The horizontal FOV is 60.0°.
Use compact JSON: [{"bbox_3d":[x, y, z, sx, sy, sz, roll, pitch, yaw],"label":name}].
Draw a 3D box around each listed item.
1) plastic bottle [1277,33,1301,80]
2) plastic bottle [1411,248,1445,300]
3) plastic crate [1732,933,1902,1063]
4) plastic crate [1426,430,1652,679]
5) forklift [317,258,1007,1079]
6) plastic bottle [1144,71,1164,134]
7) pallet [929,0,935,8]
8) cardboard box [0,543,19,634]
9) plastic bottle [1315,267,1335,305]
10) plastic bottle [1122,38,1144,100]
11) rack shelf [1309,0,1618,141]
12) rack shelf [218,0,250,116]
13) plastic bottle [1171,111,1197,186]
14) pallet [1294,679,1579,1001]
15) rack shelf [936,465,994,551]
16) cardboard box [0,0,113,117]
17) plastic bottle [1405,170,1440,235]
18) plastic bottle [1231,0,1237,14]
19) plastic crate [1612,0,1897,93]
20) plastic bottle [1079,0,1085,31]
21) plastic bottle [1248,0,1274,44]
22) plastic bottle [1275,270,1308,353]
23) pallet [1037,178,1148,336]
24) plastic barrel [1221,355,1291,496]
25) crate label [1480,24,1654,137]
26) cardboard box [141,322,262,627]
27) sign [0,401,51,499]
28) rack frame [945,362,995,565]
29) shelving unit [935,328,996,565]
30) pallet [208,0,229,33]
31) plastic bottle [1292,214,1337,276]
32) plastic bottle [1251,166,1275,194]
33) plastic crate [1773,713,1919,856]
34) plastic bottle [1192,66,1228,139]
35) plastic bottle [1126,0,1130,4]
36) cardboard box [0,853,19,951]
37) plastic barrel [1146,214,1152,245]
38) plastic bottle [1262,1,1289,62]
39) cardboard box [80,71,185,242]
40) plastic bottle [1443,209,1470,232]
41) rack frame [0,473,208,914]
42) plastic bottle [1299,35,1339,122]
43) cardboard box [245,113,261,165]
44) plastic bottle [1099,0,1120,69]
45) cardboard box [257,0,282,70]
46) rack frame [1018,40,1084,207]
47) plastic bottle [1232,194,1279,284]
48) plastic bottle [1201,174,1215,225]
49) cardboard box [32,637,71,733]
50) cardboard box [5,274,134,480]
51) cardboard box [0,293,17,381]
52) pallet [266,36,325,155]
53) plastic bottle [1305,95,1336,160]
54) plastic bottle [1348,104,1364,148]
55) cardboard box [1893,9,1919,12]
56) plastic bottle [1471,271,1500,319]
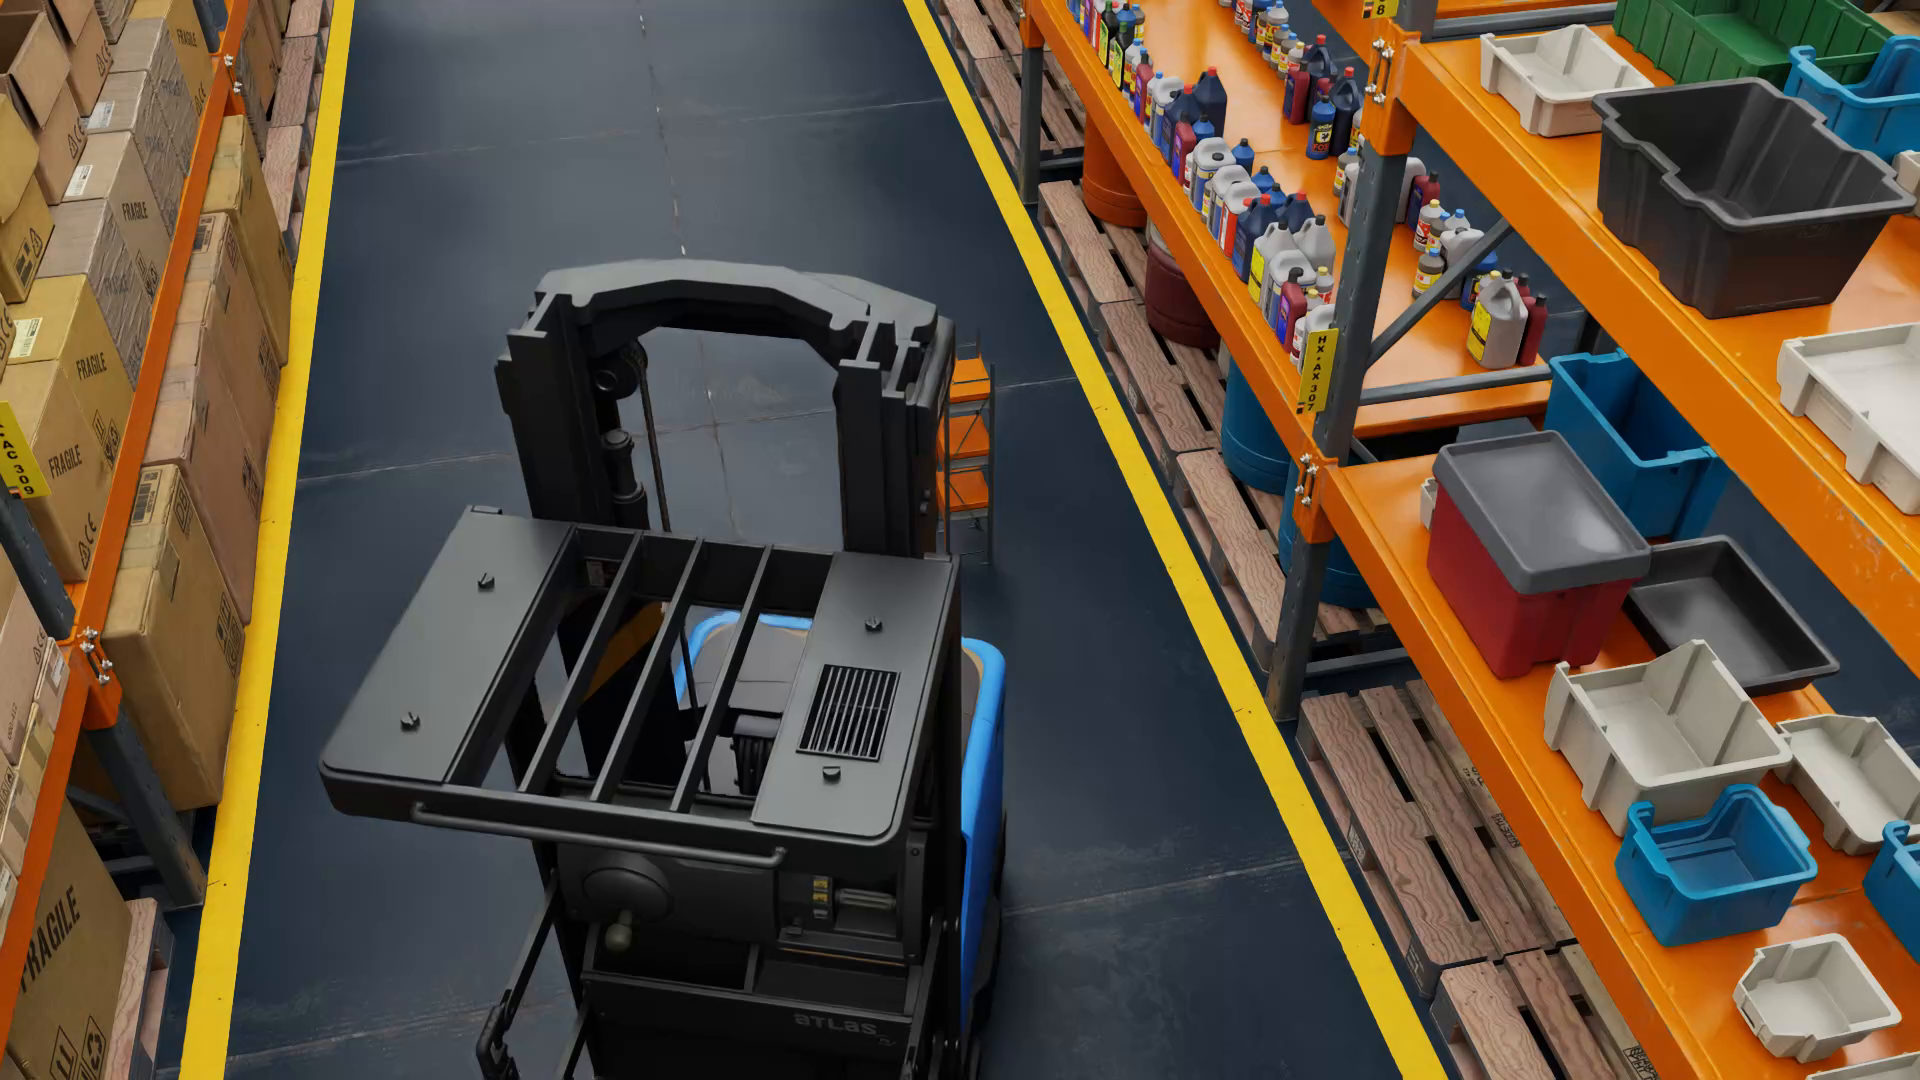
[{"bbox_3d":[1.519,-2.231,7.653,0.097,0.201,0.097,0,42,0],"label":"plastic bottle"},{"bbox_3d":[1.771,-1.006,6.274,0.097,0.201,0.097,0,42,0],"label":"plastic bottle"},{"bbox_3d":[1.992,1.091,3.915,0.298,0.136,0.250,-8,42,-9],"label":"plastic crate"},{"bbox_3d":[1.644,0.049,4.841,0.402,0.464,0.583,-8,42,-9],"label":"plastic crate"},{"bbox_3d":[-0.579,0.946,3.977,1.130,2.935,3.031,6,42,7],"label":"forklift"},{"bbox_3d":[0.858,-1.909,7.238,0.097,0.271,0.097,0,42,0],"label":"plastic bottle"},{"bbox_3d":[0.176,-4.158,11.775,1.003,0.211,1.213,-8,42,-9],"label":"pallet"},{"bbox_3d":[-2.780,0.115,4.185,0.500,0.500,0.500,-7,42,-8],"label":"cardboard box"},{"bbox_3d":[1.334,-0.921,6.177,0.097,0.201,0.097,0,42,0],"label":"plastic bottle"},{"bbox_3d":[0.787,-2.122,7.478,0.097,0.271,0.097,0,42,0],"label":"plastic bottle"},{"bbox_3d":[1.264,-2.668,6.279,1.077,0.370,4.000,-8,42,-9],"label":"rack shelf"},{"bbox_3d":[-4.436,-3.429,9.396,1.077,0.370,4.000,-8,42,-9],"label":"rack shelf"},{"bbox_3d":[0.934,-1.629,6.914,0.061,0.283,0.133,-8,42,-9],"label":"plastic bottle"},{"bbox_3d":[1.892,0.995,5.970,1.003,0.211,1.213,-8,42,-9],"label":"pallet"},{"bbox_3d":[0.012,-0.142,7.054,0.215,0.259,0.240,-8,42,-9],"label":"rack shelf"},{"bbox_3d":[-3.724,-1.916,6.317,0.797,0.503,0.637,-7,42,-8],"label":"cardboard box"},{"bbox_3d":[1.841,-1.350,6.599,0.061,0.283,0.133,-8,42,-9],"label":"plastic bottle"},{"bbox_3d":[1.386,-2.717,8.140,0.061,0.283,0.133,-8,42,-9],"label":"plastic bottle"},{"bbox_3d":[2.082,-1.330,4.389,0.450,0.188,0.662,-8,42,-9],"label":"plastic crate"},{"bbox_3d":[0.629,-2.568,8.034,0.097,0.201,0.097,0,42,0],"label":"plastic bottle"},{"bbox_3d":[1.435,-2.509,7.914,0.097,0.271,0.097,0,42,0],"label":"plastic bottle"},{"bbox_3d":[1.201,-0.828,6.011,0.061,0.283,0.133,-8,42,-9],"label":"plastic bottle"},{"bbox_3d":[1.043,-1.564,8.853,1.003,0.211,1.213,-8,42,-9],"label":"pallet"},{"bbox_3d":[1.442,-0.705,7.049,0.600,0.901,0.708,-8,42,-9],"label":"plastic barrel"},{"bbox_3d":[1.519,-1.184,4.263,0.293,0.136,0.466,-8,42,-9],"label":"crate label"},{"bbox_3d":[-3.492,-0.163,6.458,1.225,0.875,0.875,-10,43,-11],"label":"cardboard box"},{"bbox_3d":[-2.599,-0.243,4.553,0.100,0.325,0.005,-8,42,-9],"label":"sign"},{"bbox_3d":[0.038,-0.279,6.773,0.200,1.050,0.008,-8,42,-9],"label":"rack frame"},{"bbox_3d":[0.012,-0.358,6.862,0.215,1.050,0.252,-8,42,-9],"label":"shelving unit"},{"bbox_3d":[-4.262,-2.777,8.263,1.213,0.211,1.003,-8,42,-9],"label":"pallet"},{"bbox_3d":[1.319,-1.070,6.233,0.144,0.351,0.185,-8,42,-9],"label":"plastic bottle"},{"bbox_3d":[1.196,-1.361,6.620,0.097,0.271,0.097,0,42,0],"label":"plastic bottle"},{"bbox_3d":[2.365,0.643,4.420,0.293,0.136,0.466,-8,42,-9],"label":"plastic crate"},{"bbox_3d":[1.060,-1.872,7.137,0.144,0.351,0.185,-8,42,-9],"label":"plastic bottle"},{"bbox_3d":[0.759,-2.760,8.194,0.152,0.276,0.135,-8,42,-9],"label":"plastic bottle"},{"bbox_3d":[-2.588,0.935,4.126,0.380,0.149,0.250,-8,42,-8],"label":"cardboard box"},{"bbox_3d":[1.164,-1.671,8.430,0.421,0.512,0.421,0,42,0],"label":"plastic barrel"},{"bbox_3d":[1.477,-2.383,7.772,0.097,0.271,0.097,0,42,0],"label":"plastic bottle"},{"bbox_3d":[-3.438,-1.495,6.599,0.500,0.500,0.500,-10,42,-11],"label":"cardboard box"},{"bbox_3d":[1.891,-1.142,6.374,0.097,0.271,0.097,0,42,0],"label":"plastic bottle"},{"bbox_3d":[-3.141,0.191,4.776,1.000,3.000,0.127,-8,42,-9],"label":"rack frame"},{"bbox_3d":[1.577,-2.042,7.328,0.144,0.351,0.185,-8,42,-9],"label":"plastic bottle"},{"bbox_3d":[-4.168,-2.063,8.866,0.700,0.500,0.500,-10,43,-12],"label":"cardboard box"},{"bbox_3d":[0.694,-2.348,7.723,0.061,0.283,0.133,-8,42,-9],"label":"plastic bottle"},{"bbox_3d":[-4.550,-3.149,10.090,0.700,0.500,0.500,-12,43,-13],"label":"cardboard box"},{"bbox_3d":[0.832,-3.112,8.496,1.000,3.000,0.127,-8,42,-9],"label":"rack frame"},{"bbox_3d":[1.138,-1.169,6.345,0.144,0.351,0.185,-8,42,-9],"label":"plastic bottle"},{"bbox_3d":[1.026,-1.376,6.690,0.097,0.201,0.097,0,42,0],"label":"plastic bottle"},{"bbox_3d":[-2.755,0.435,4.689,0.380,0.149,0.250,-8,42,-9],"label":"cardboard box"},{"bbox_3d":[-3.105,-0.506,5.486,0.500,0.500,0.500,-8,42,-9],"label":"cardboard box"},{"bbox_3d":[-3.286,-0.635,4.874,0.797,0.503,0.637,-9,42,-10],"label":"cardboard box"},{"bbox_3d":[-4.431,-2.655,10.082,1.003,0.211,1.213,-8,42,-9],"label":"pallet"},{"bbox_3d":[1.537,-1.761,7.071,0.097,0.271,0.097,0,42,0],"label":"plastic bottle"},{"bbox_3d":[1.699,-1.718,7.023,0.097,0.271,0.097,0,42,0],"label":"plastic bottle"},{"bbox_3d":[5.843,-3.329,10.496,0.500,0.250,0.500,-8,42,-9],"label":"cardboard box"},{"bbox_3d":[1.962,-0.902,6.156,0.097,0.201,0.097,0,42,0],"label":"plastic bottle"}]
